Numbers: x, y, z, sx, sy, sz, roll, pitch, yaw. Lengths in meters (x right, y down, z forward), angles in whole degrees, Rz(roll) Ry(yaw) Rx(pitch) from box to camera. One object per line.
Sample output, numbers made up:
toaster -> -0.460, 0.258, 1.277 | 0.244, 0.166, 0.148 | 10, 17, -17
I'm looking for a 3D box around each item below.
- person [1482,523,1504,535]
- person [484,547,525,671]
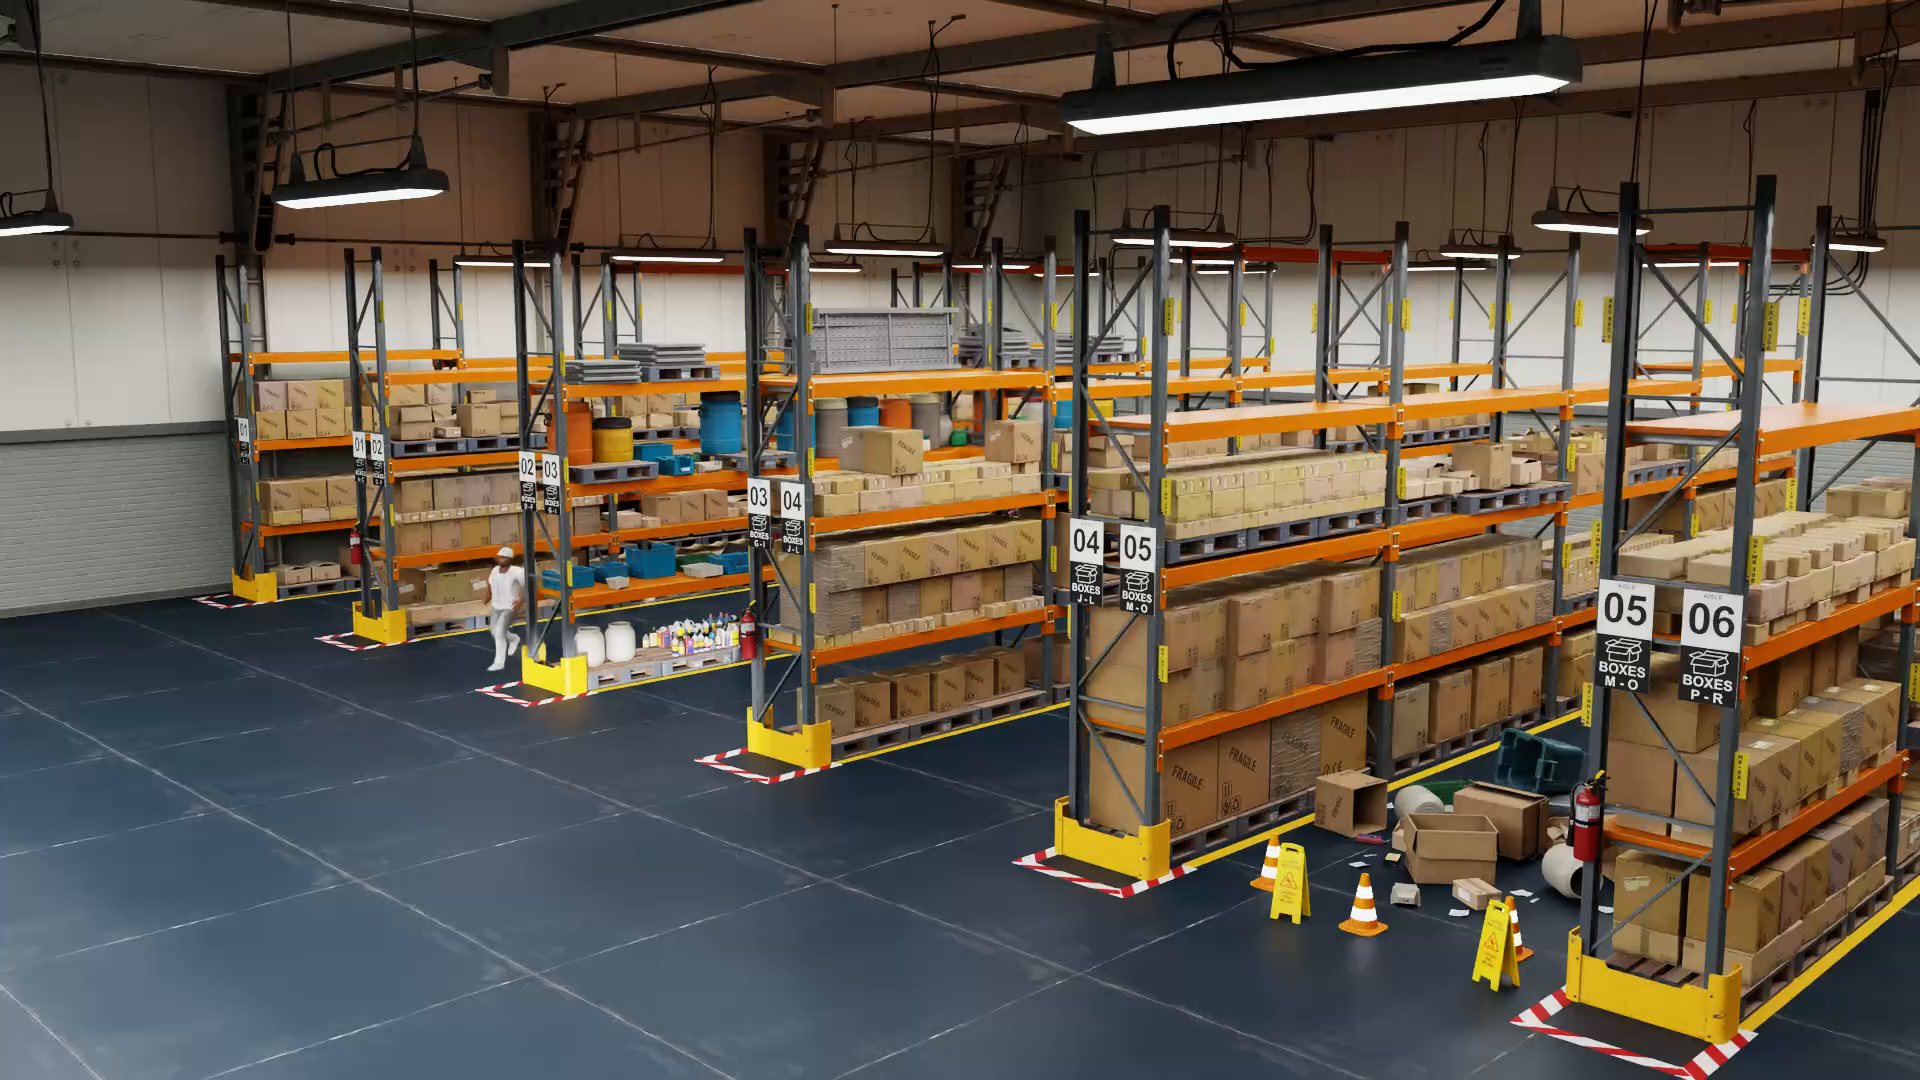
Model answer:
person -> 8.671, 0.530, 27.000 | 0.589, 1.773, 0.872 | 6, 10, 35
person -> -6.454, 0.962, 23.776 | 0.735, 1.753, 0.755 | 3, 9, 23
